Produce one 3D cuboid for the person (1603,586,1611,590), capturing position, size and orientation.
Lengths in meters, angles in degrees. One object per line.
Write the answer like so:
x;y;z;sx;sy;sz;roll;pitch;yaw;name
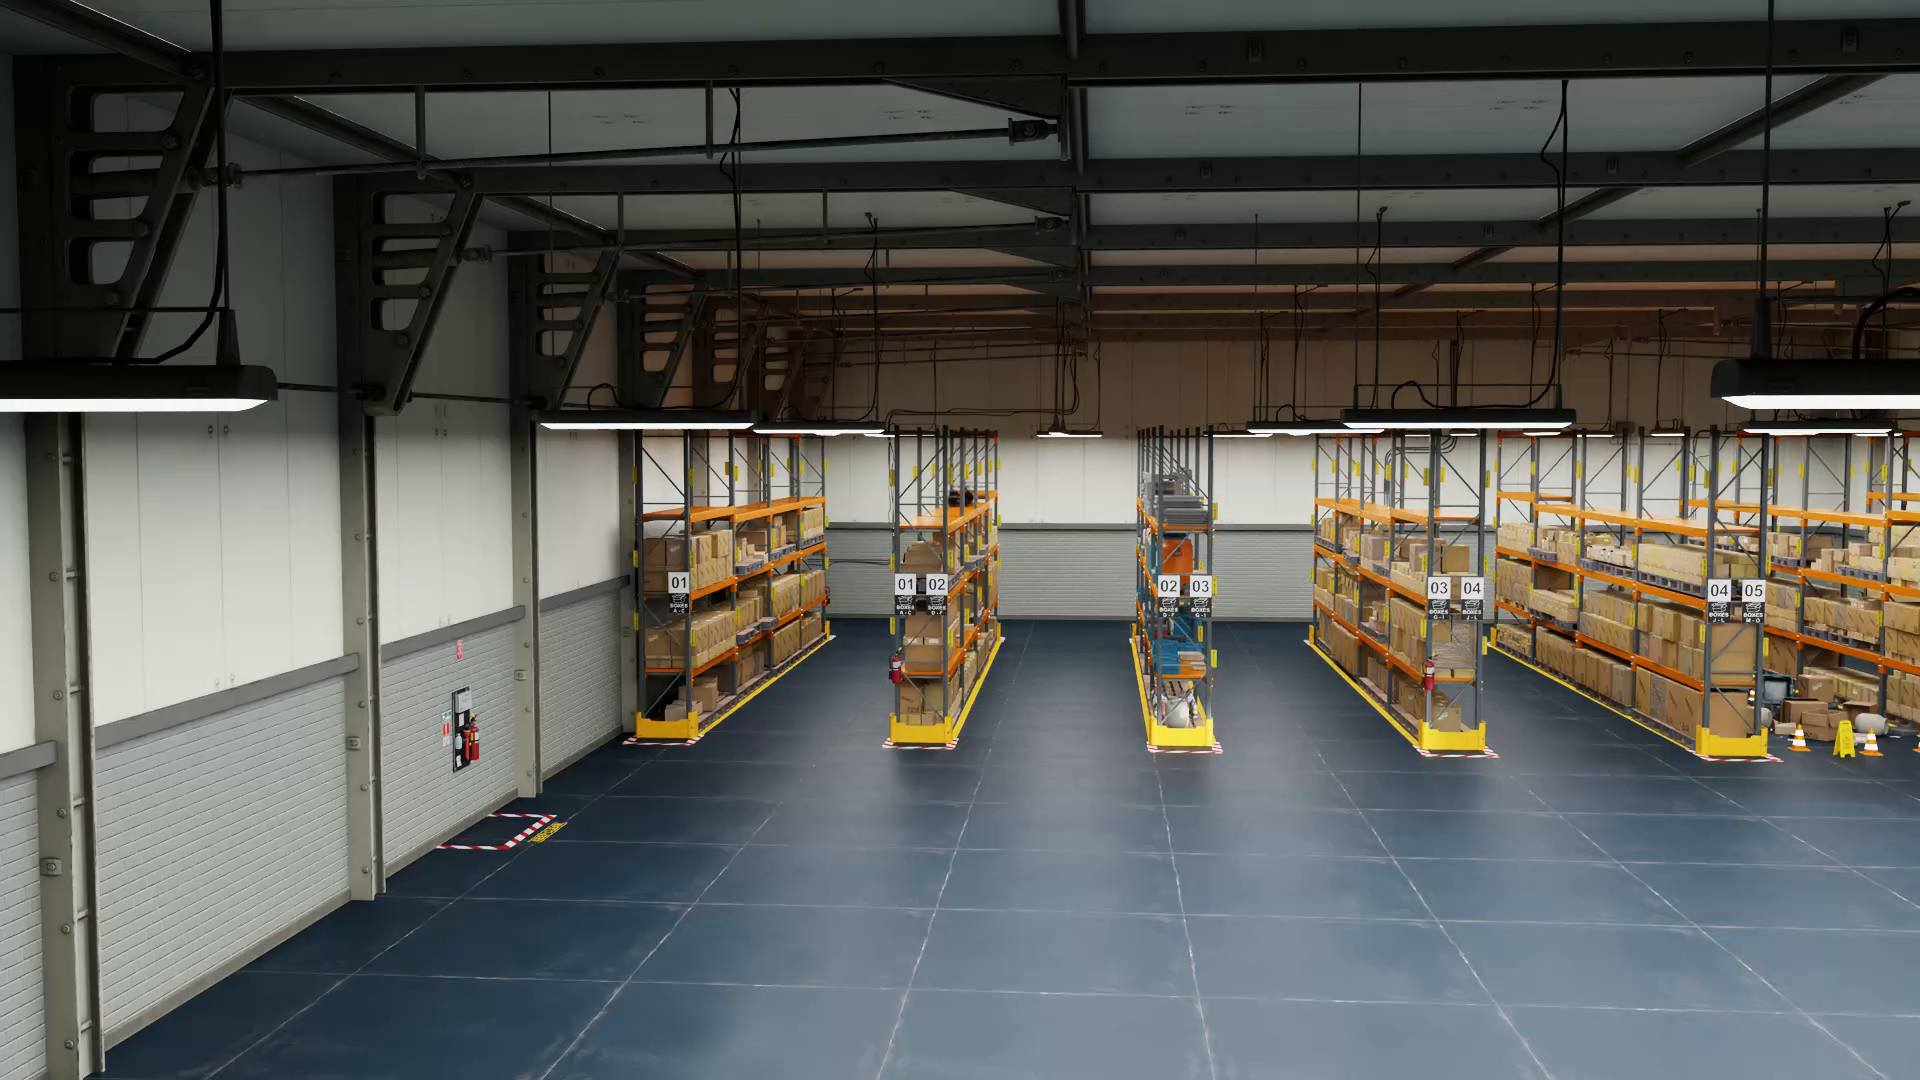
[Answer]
18.431;2.084;47.262;0.794;1.574;0.540;0;3;5;person
